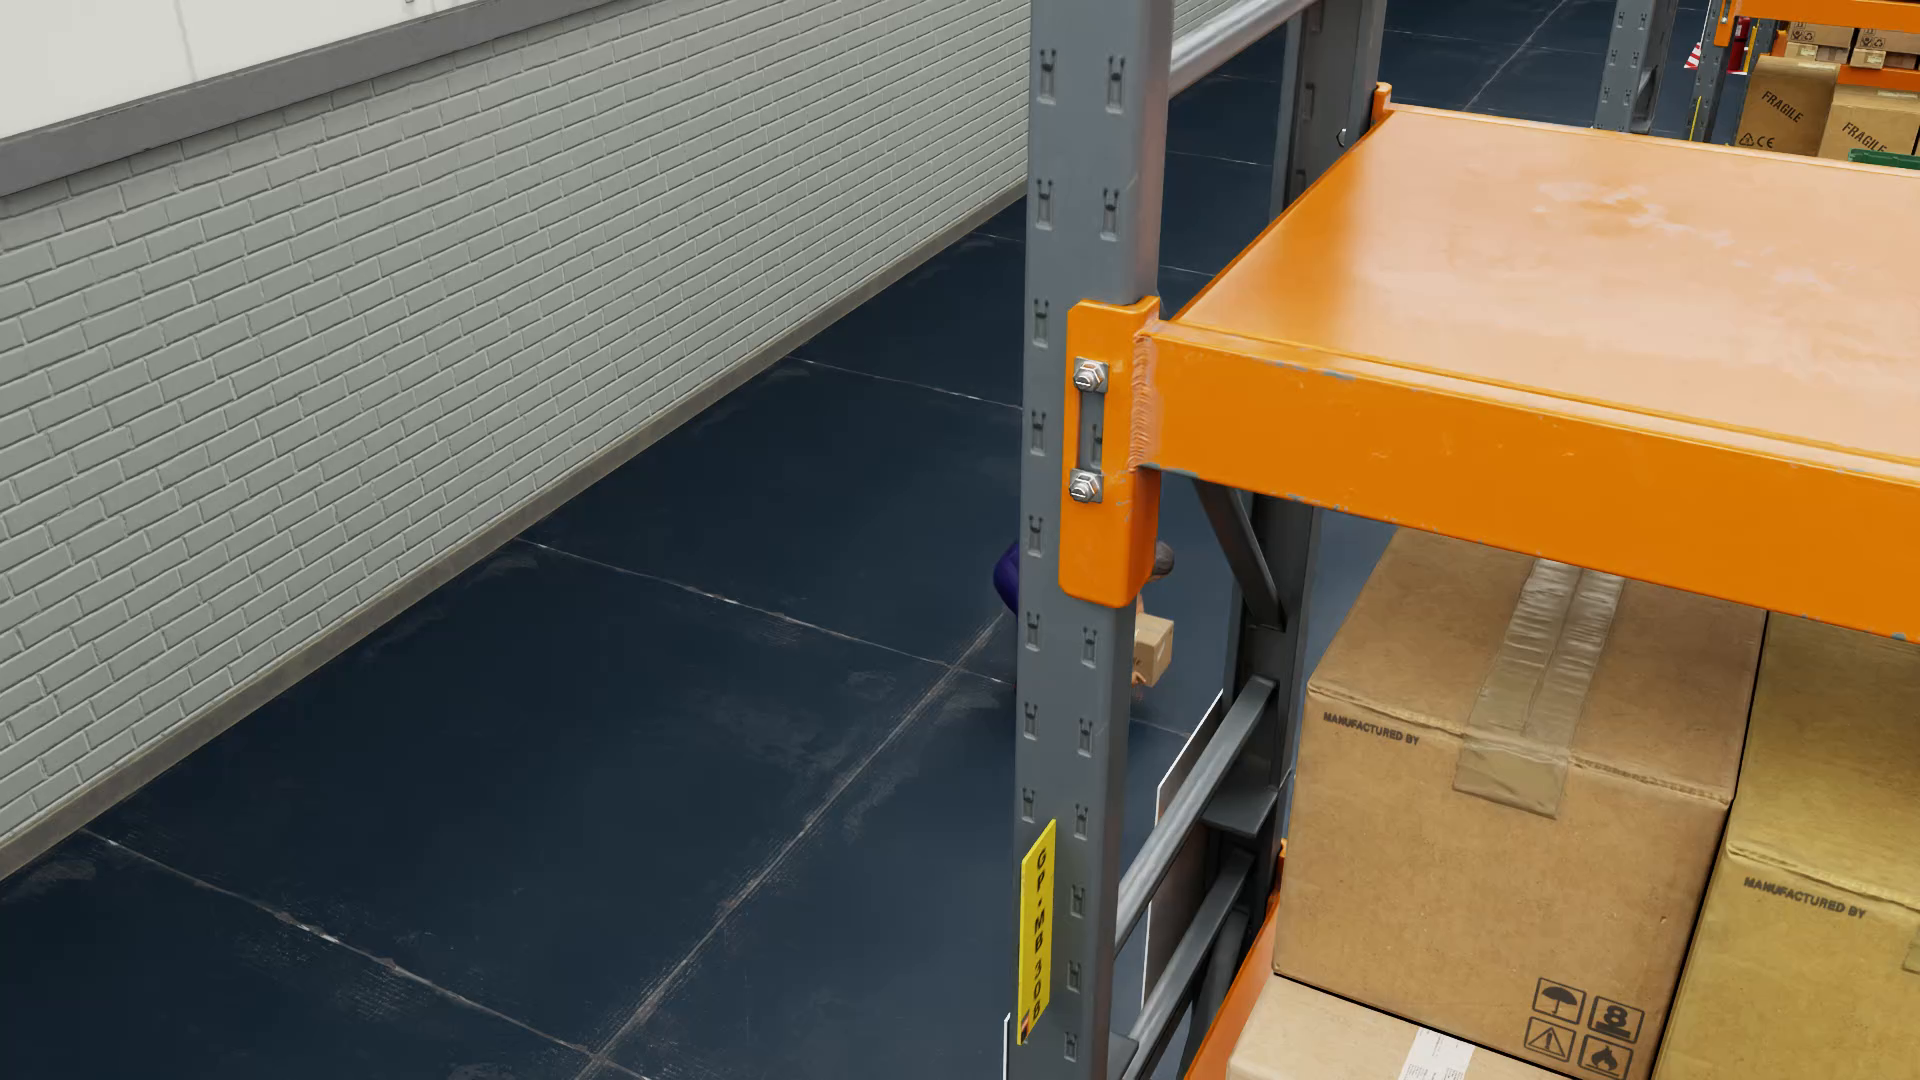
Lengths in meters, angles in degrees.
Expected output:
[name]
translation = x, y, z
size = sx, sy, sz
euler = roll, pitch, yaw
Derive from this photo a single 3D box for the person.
[person]
translation = 0.616, 0.363, 8.349
size = 0.891, 0.975, 0.507
euler = 13, 33, 21
